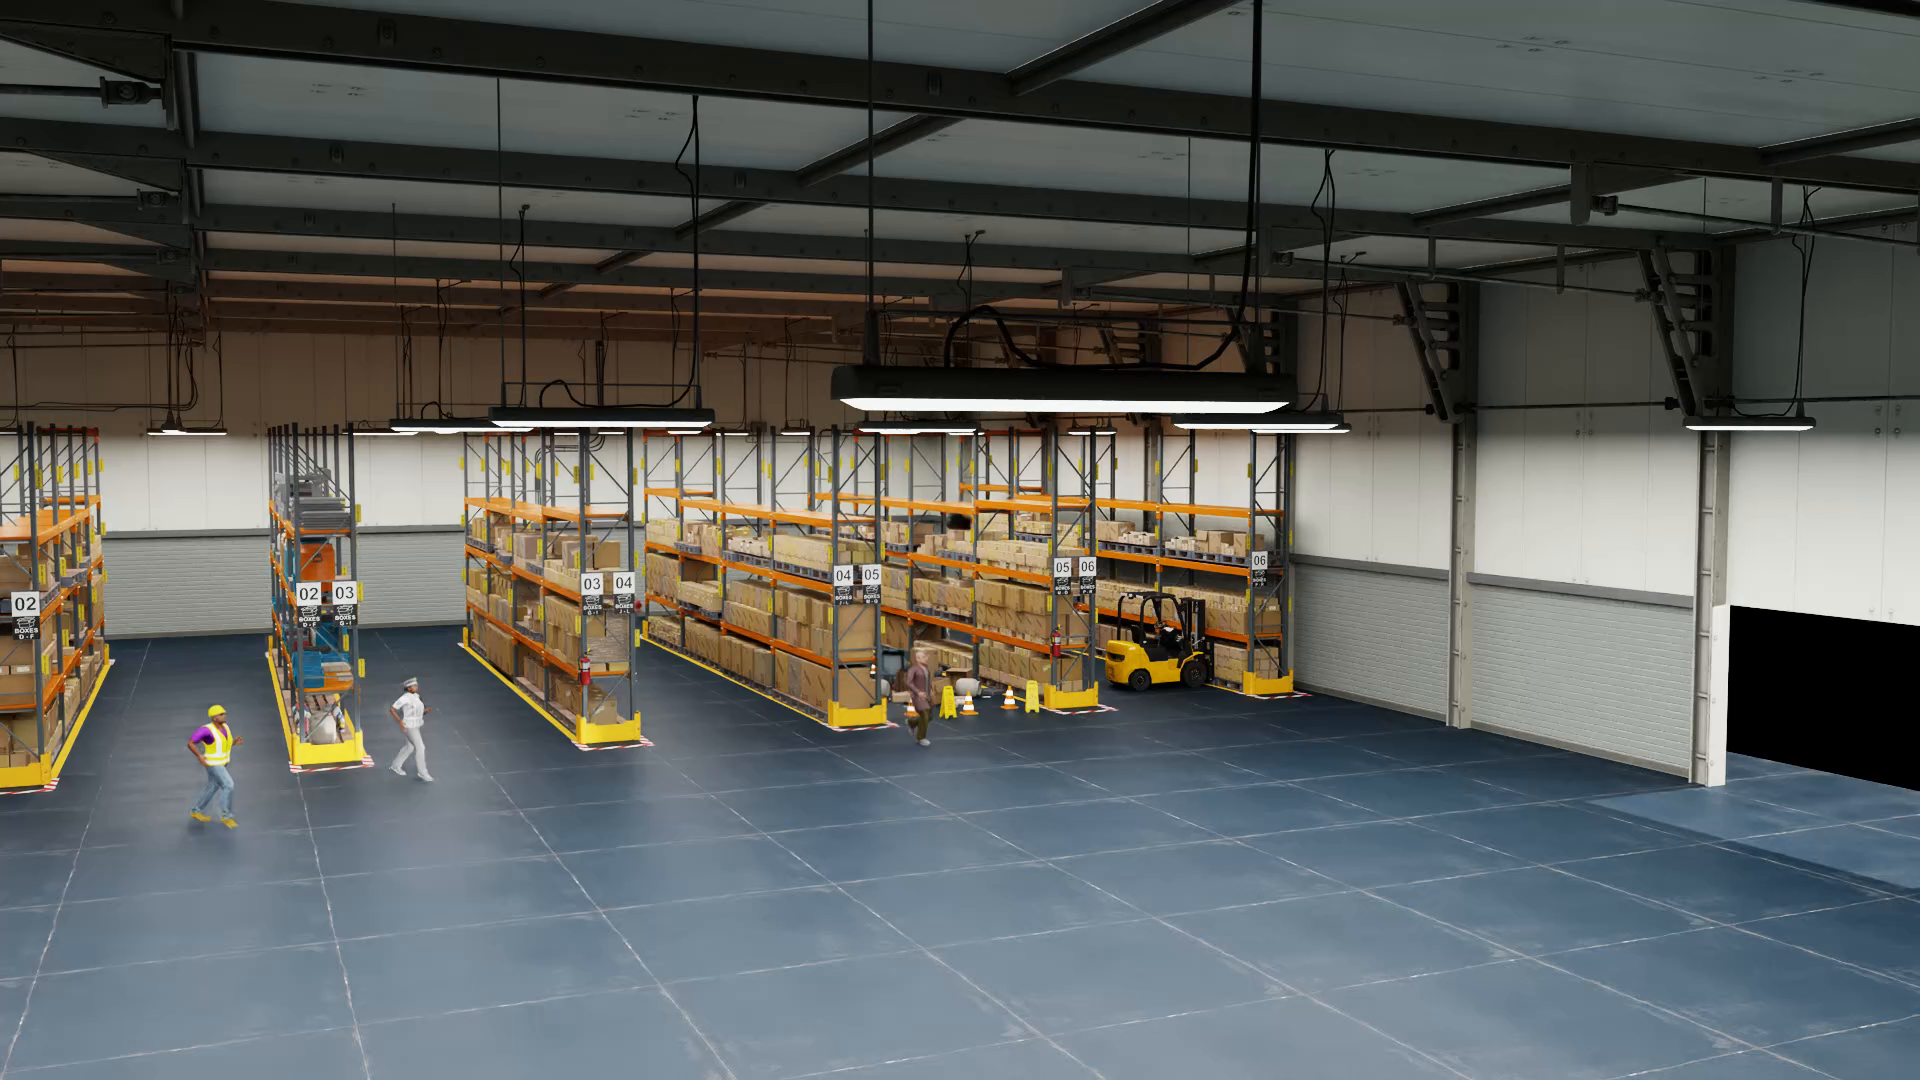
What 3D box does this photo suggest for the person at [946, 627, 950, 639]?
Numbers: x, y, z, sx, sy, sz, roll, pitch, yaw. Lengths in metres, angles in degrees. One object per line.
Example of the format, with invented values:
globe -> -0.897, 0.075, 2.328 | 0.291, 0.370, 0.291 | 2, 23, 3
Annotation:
person -> -0.372, 2.086, 46.255 | 0.615, 1.623, 0.727 | -2, 4, -25

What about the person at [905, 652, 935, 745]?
person -> -0.770, 3.049, 31.205 | 0.592, 1.546, 0.743 | 2, 4, 32

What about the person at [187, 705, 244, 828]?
person -> -10.999, 3.348, 24.583 | 0.783, 1.833, 0.664 | 0, 3, 0

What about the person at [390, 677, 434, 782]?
person -> -9.196, 3.164, 27.855 | 0.833, 1.740, 0.557 | 0, 4, 7

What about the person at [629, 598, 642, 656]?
person -> -8.778, 2.199, 44.147 | 0.609, 1.795, 0.888 | -2, 4, -29
